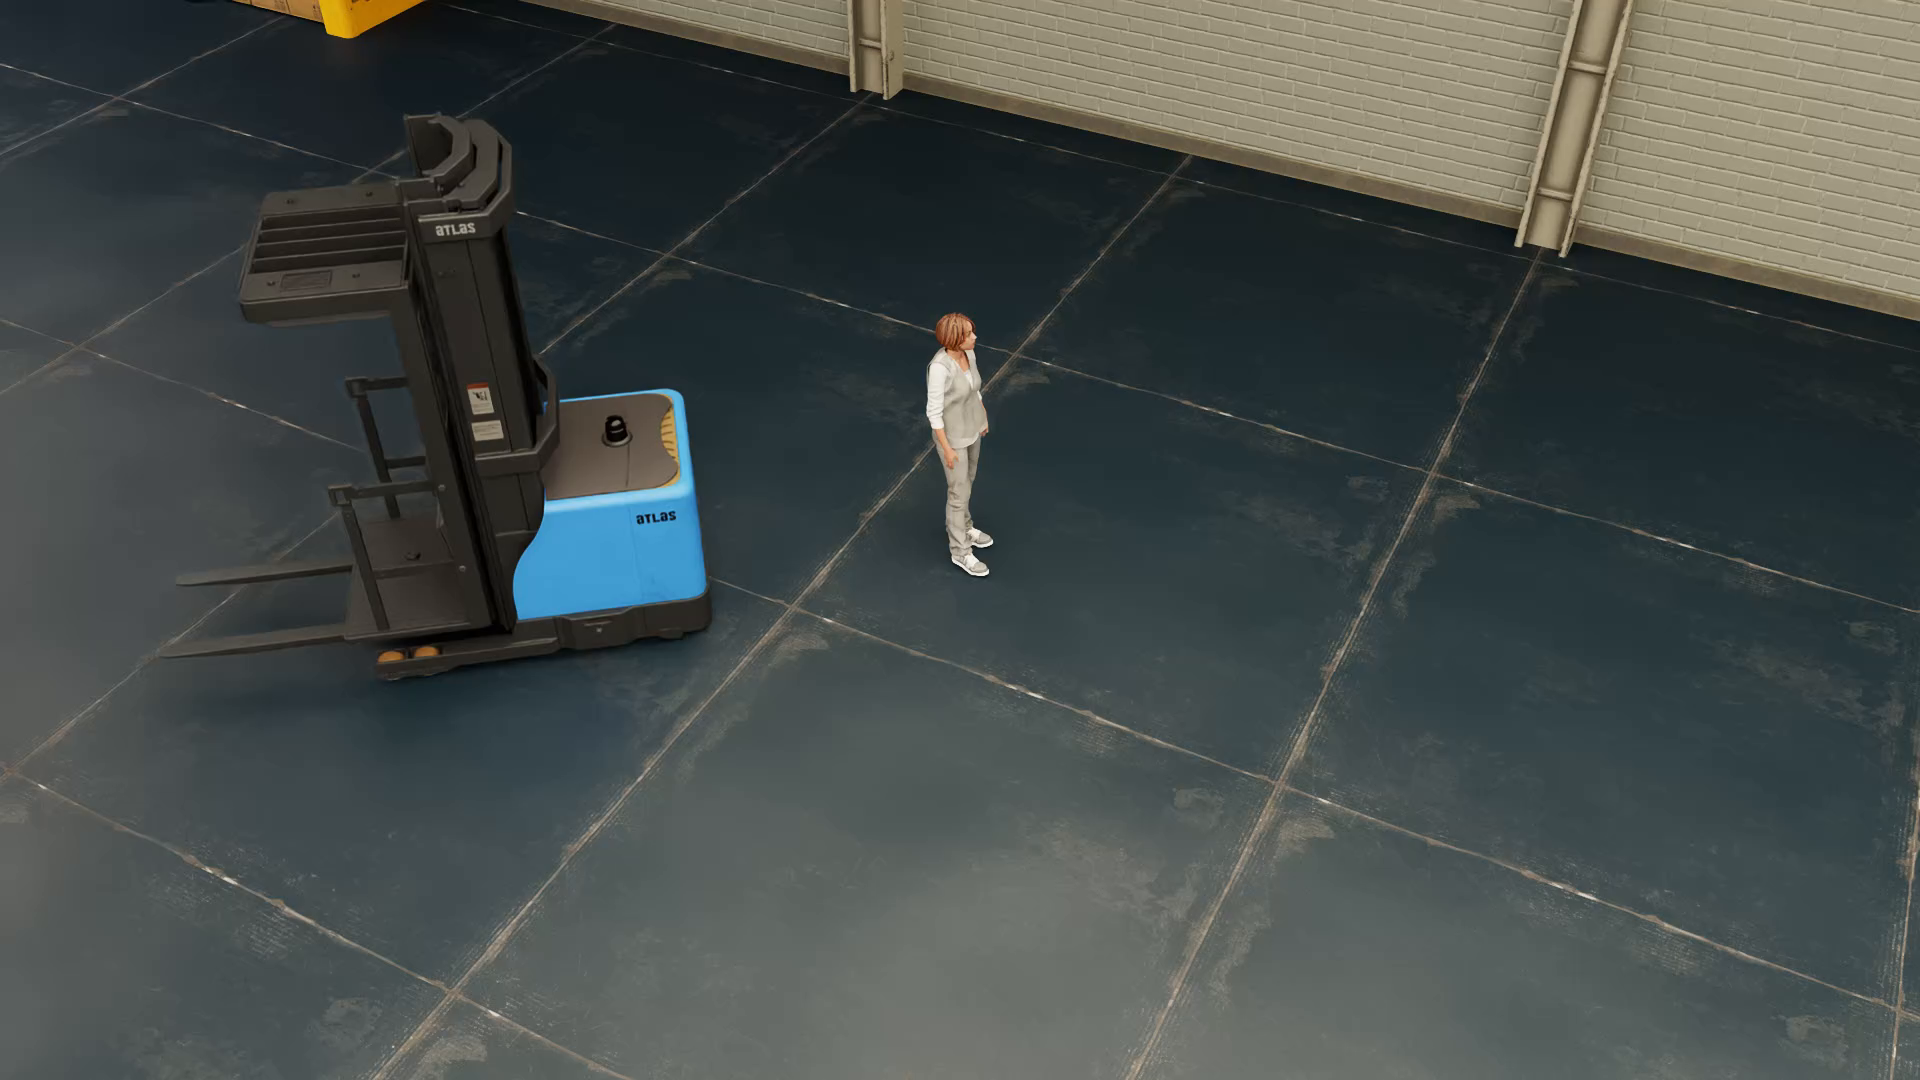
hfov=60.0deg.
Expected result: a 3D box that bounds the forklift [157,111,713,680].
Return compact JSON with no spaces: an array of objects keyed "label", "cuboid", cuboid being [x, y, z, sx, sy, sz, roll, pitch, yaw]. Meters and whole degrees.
[{"label":"forklift","cuboid":[-2.997,-0.705,8.824,3.031,2.935,1.130,-7,41,-8]}]

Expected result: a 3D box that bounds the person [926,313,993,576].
[{"label":"person","cuboid":[0.059,-0.586,9.707,0.475,1.596,0.521,18,43,21]}]
